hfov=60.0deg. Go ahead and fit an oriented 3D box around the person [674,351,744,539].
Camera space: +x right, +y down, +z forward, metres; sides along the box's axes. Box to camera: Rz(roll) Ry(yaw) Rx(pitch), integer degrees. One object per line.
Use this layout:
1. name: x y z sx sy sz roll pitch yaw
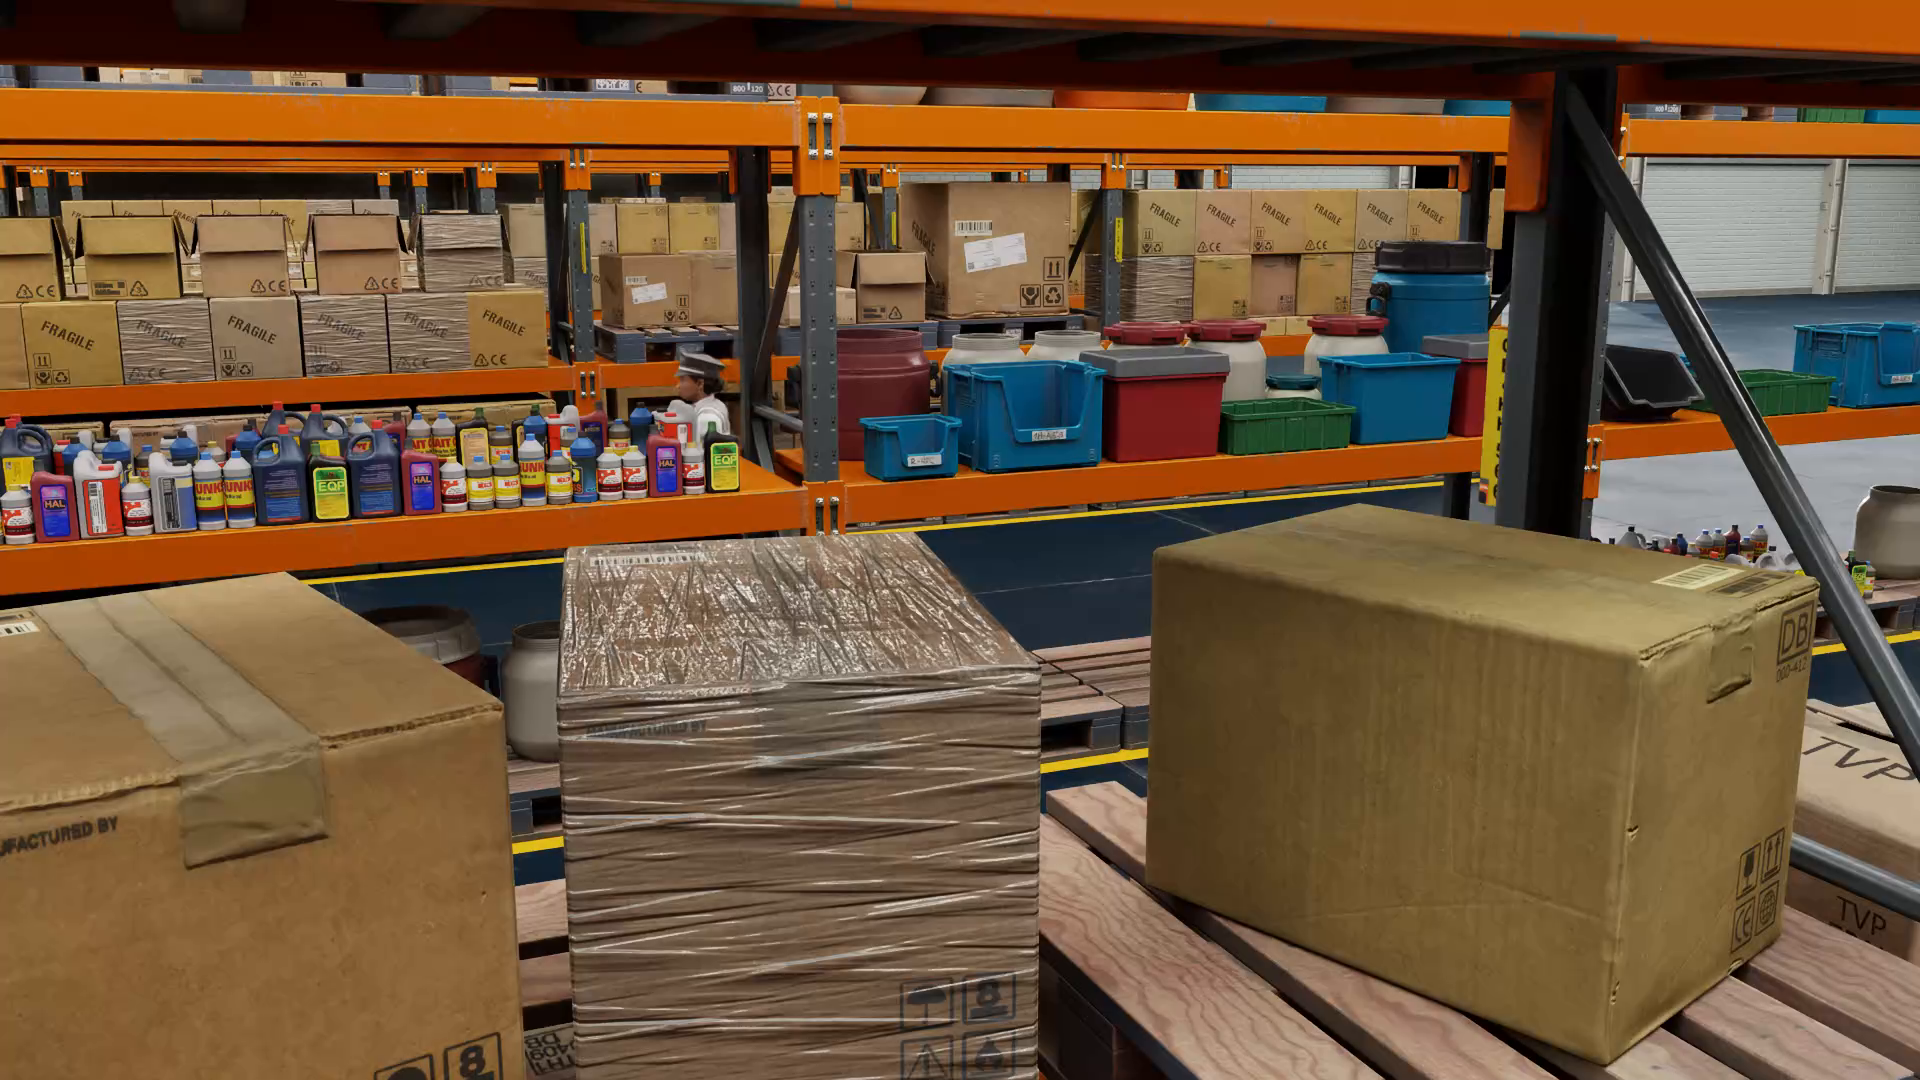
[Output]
1. person: -1.348 -0.170 8.702 0.839 1.643 0.534 -2 12 -10
